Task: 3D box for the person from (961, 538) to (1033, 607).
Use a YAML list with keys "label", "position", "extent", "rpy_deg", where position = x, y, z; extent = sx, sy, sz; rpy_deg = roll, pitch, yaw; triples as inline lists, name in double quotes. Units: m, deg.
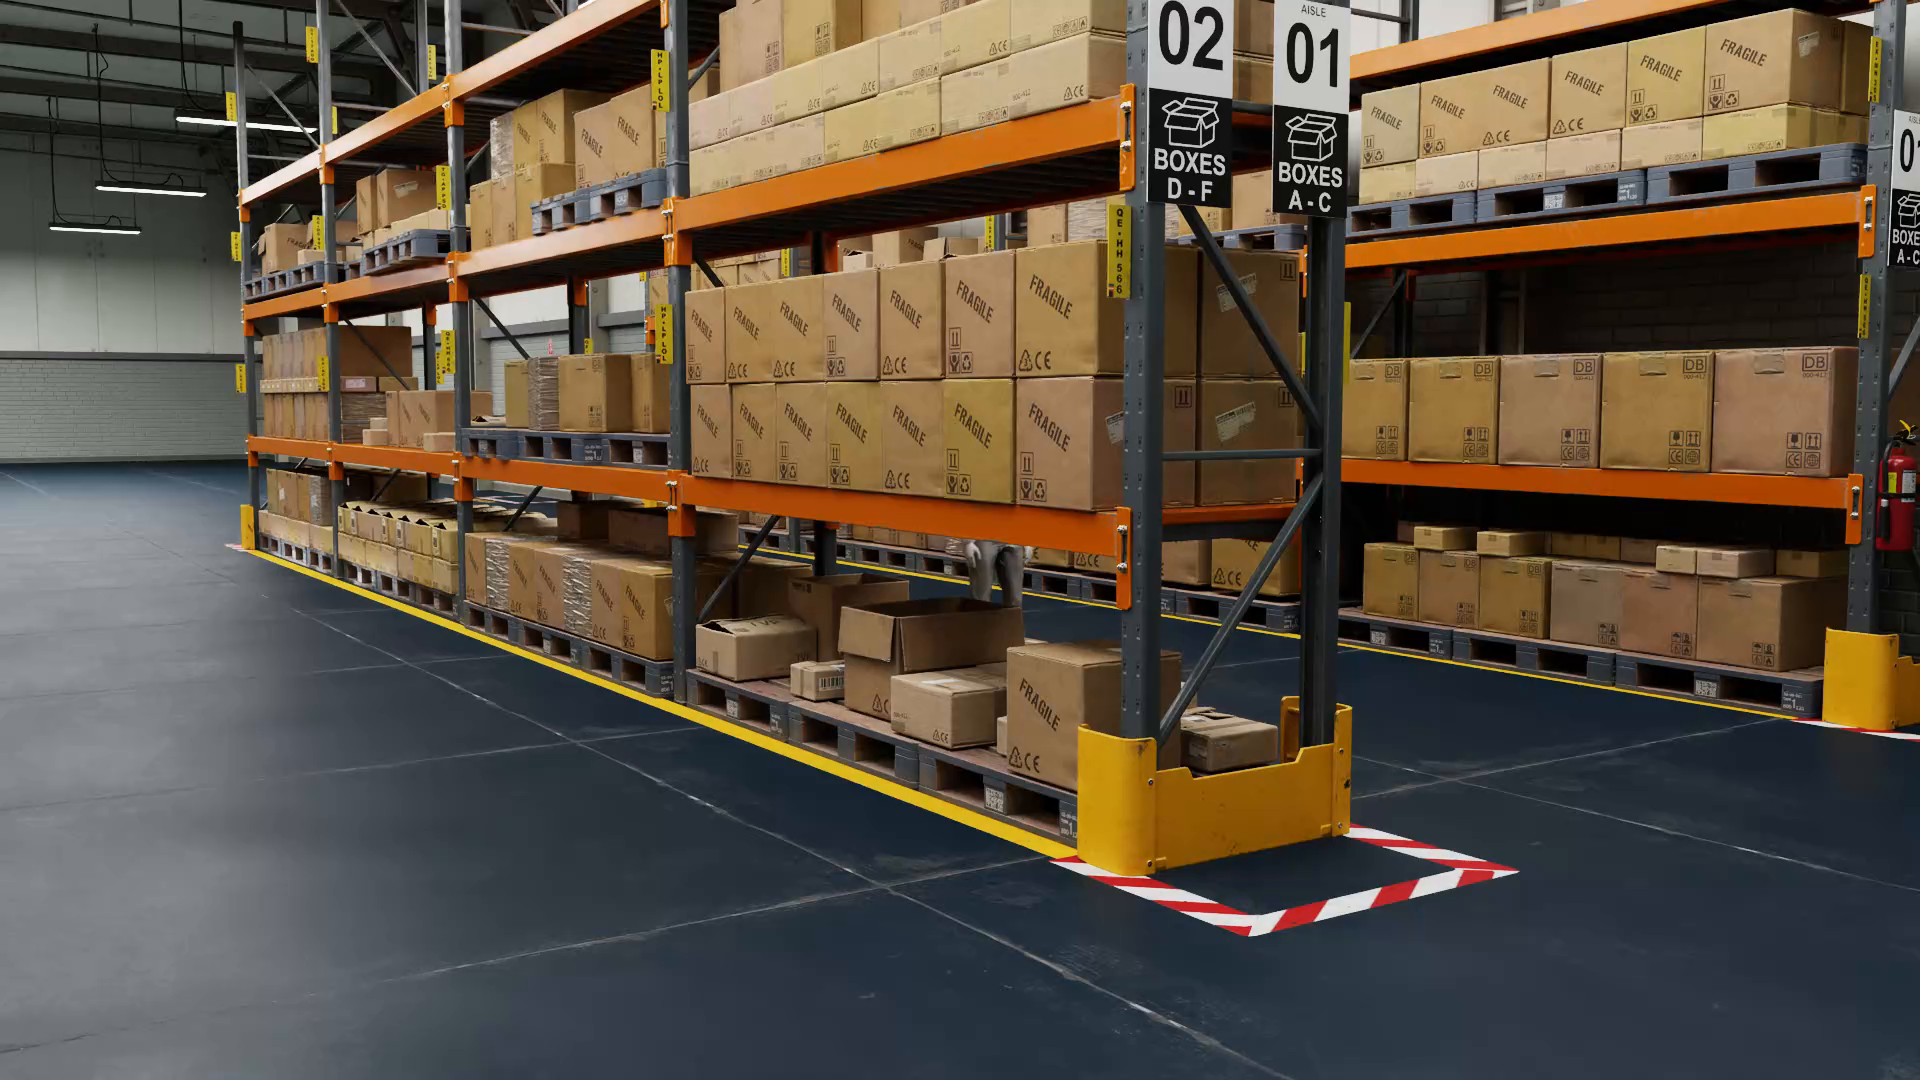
- label: "person"
  position: [0.237, 0.024, 10.268]
  extent: [0.533, 1.663, 0.404]
  rpy_deg: [-3, 6, -34]
